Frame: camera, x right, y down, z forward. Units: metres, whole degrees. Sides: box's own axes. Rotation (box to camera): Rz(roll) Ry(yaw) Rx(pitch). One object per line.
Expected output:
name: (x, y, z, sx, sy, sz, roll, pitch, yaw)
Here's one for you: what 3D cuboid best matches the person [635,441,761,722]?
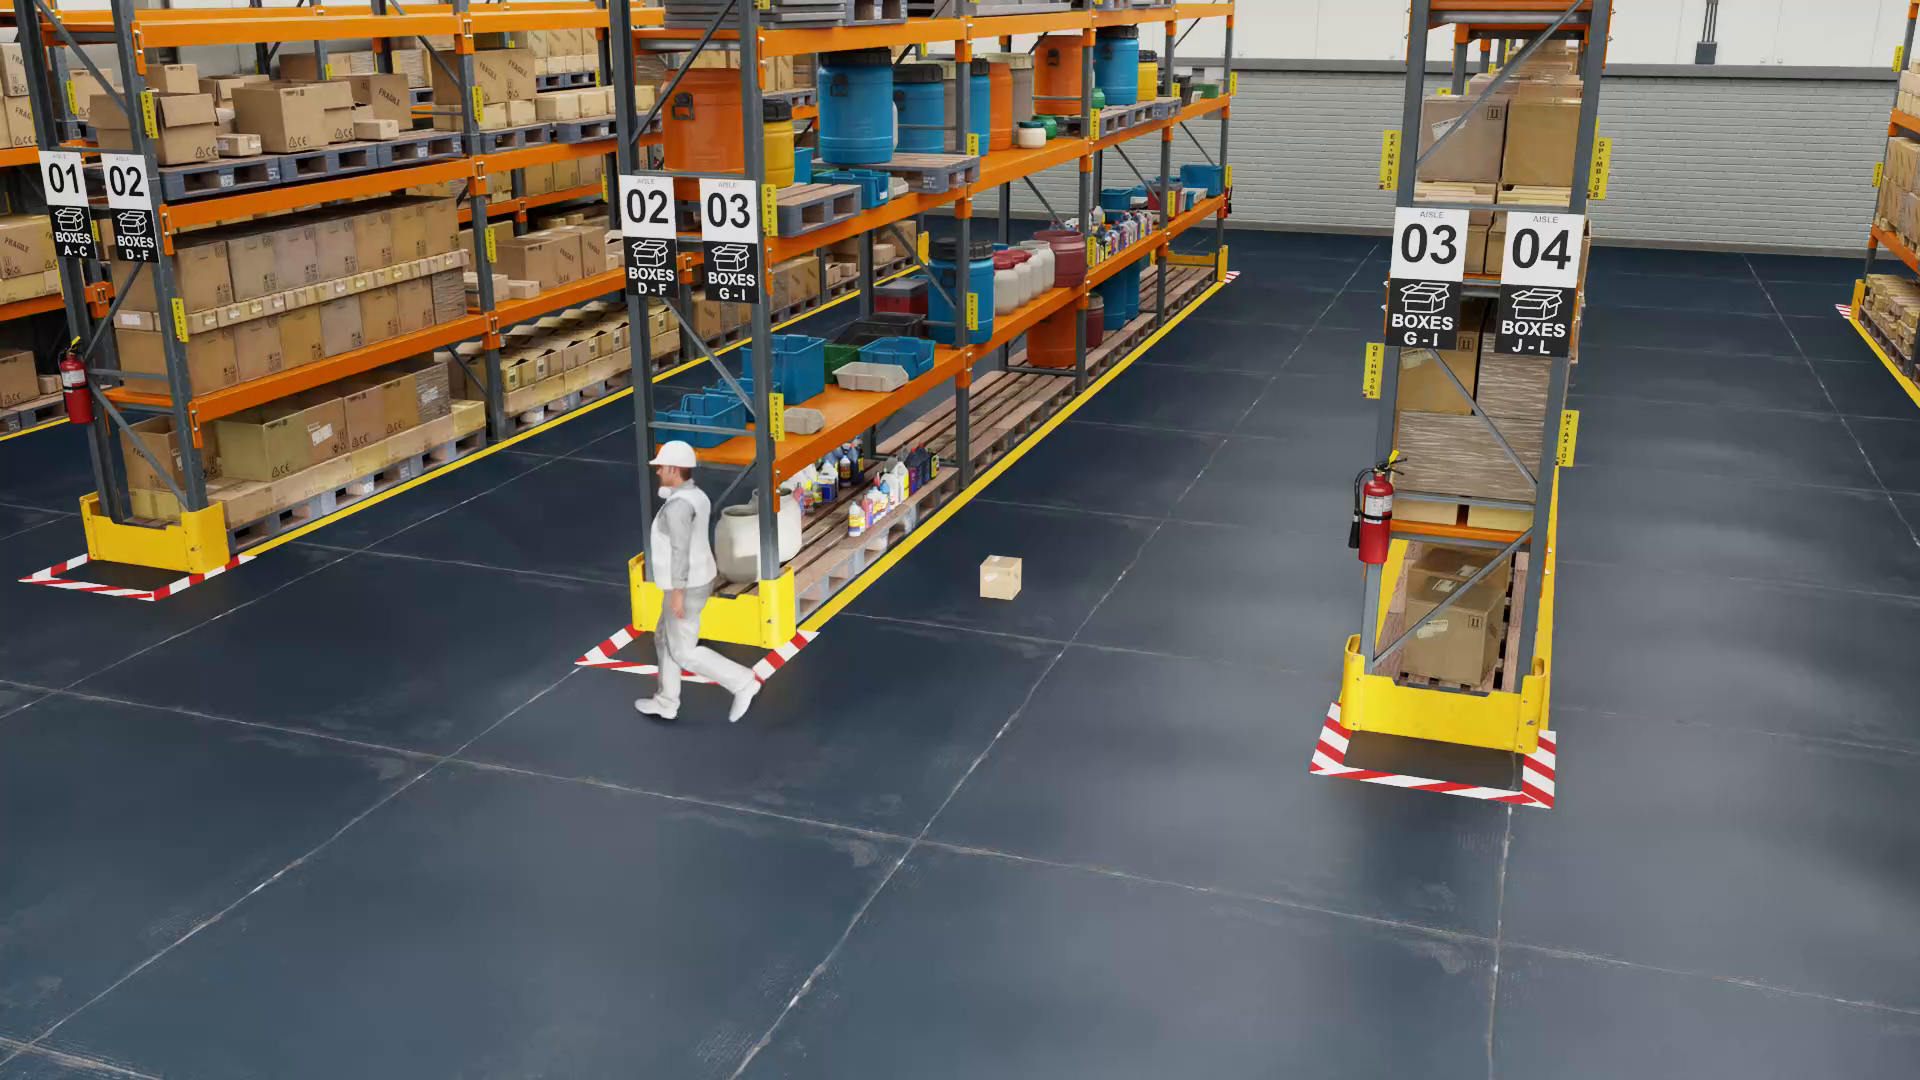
person: (-1.635, 0.263, 10.255, 0.849, 1.738, 0.596, 2, 19, 7)
